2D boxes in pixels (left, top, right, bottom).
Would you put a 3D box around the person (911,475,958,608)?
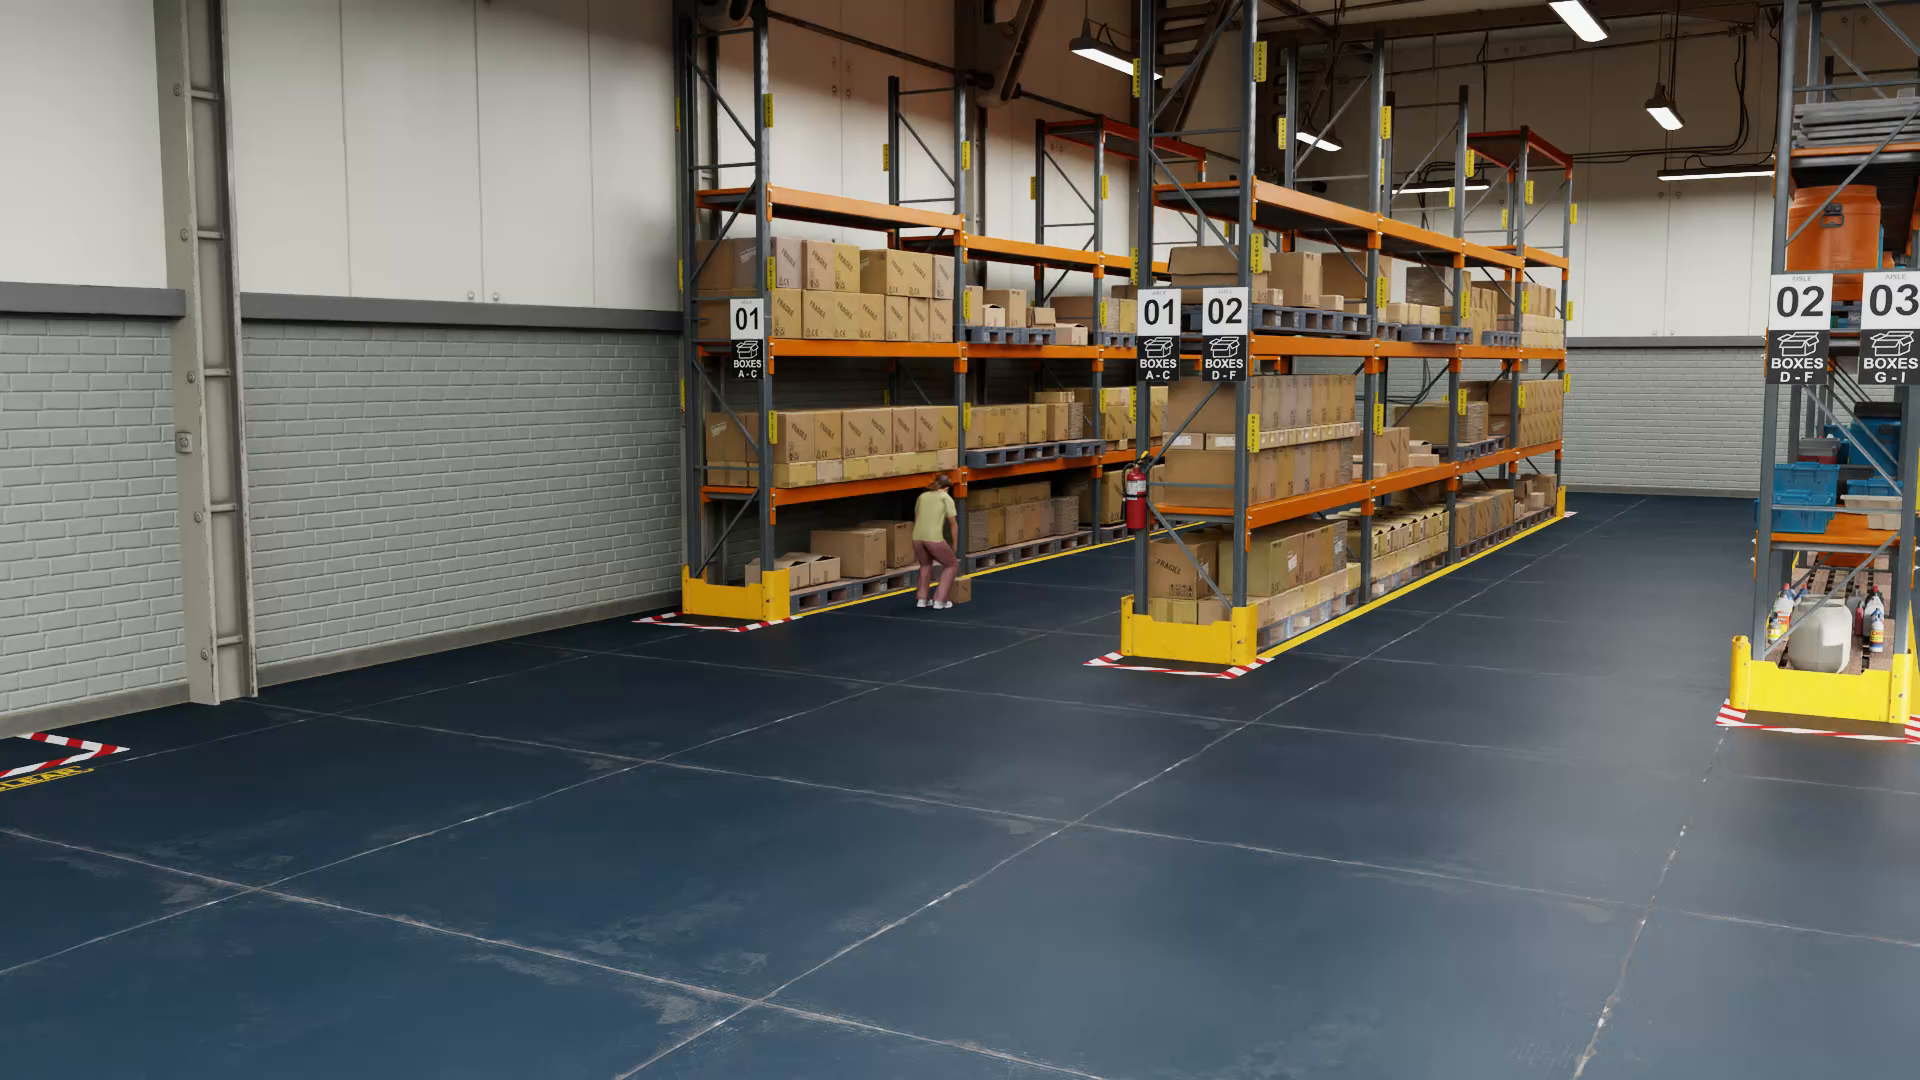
[{"bbox_3d":[-0.284,0.014,17.586,0.510,1.390,0.635,3,7,29],"label":"person"}]
